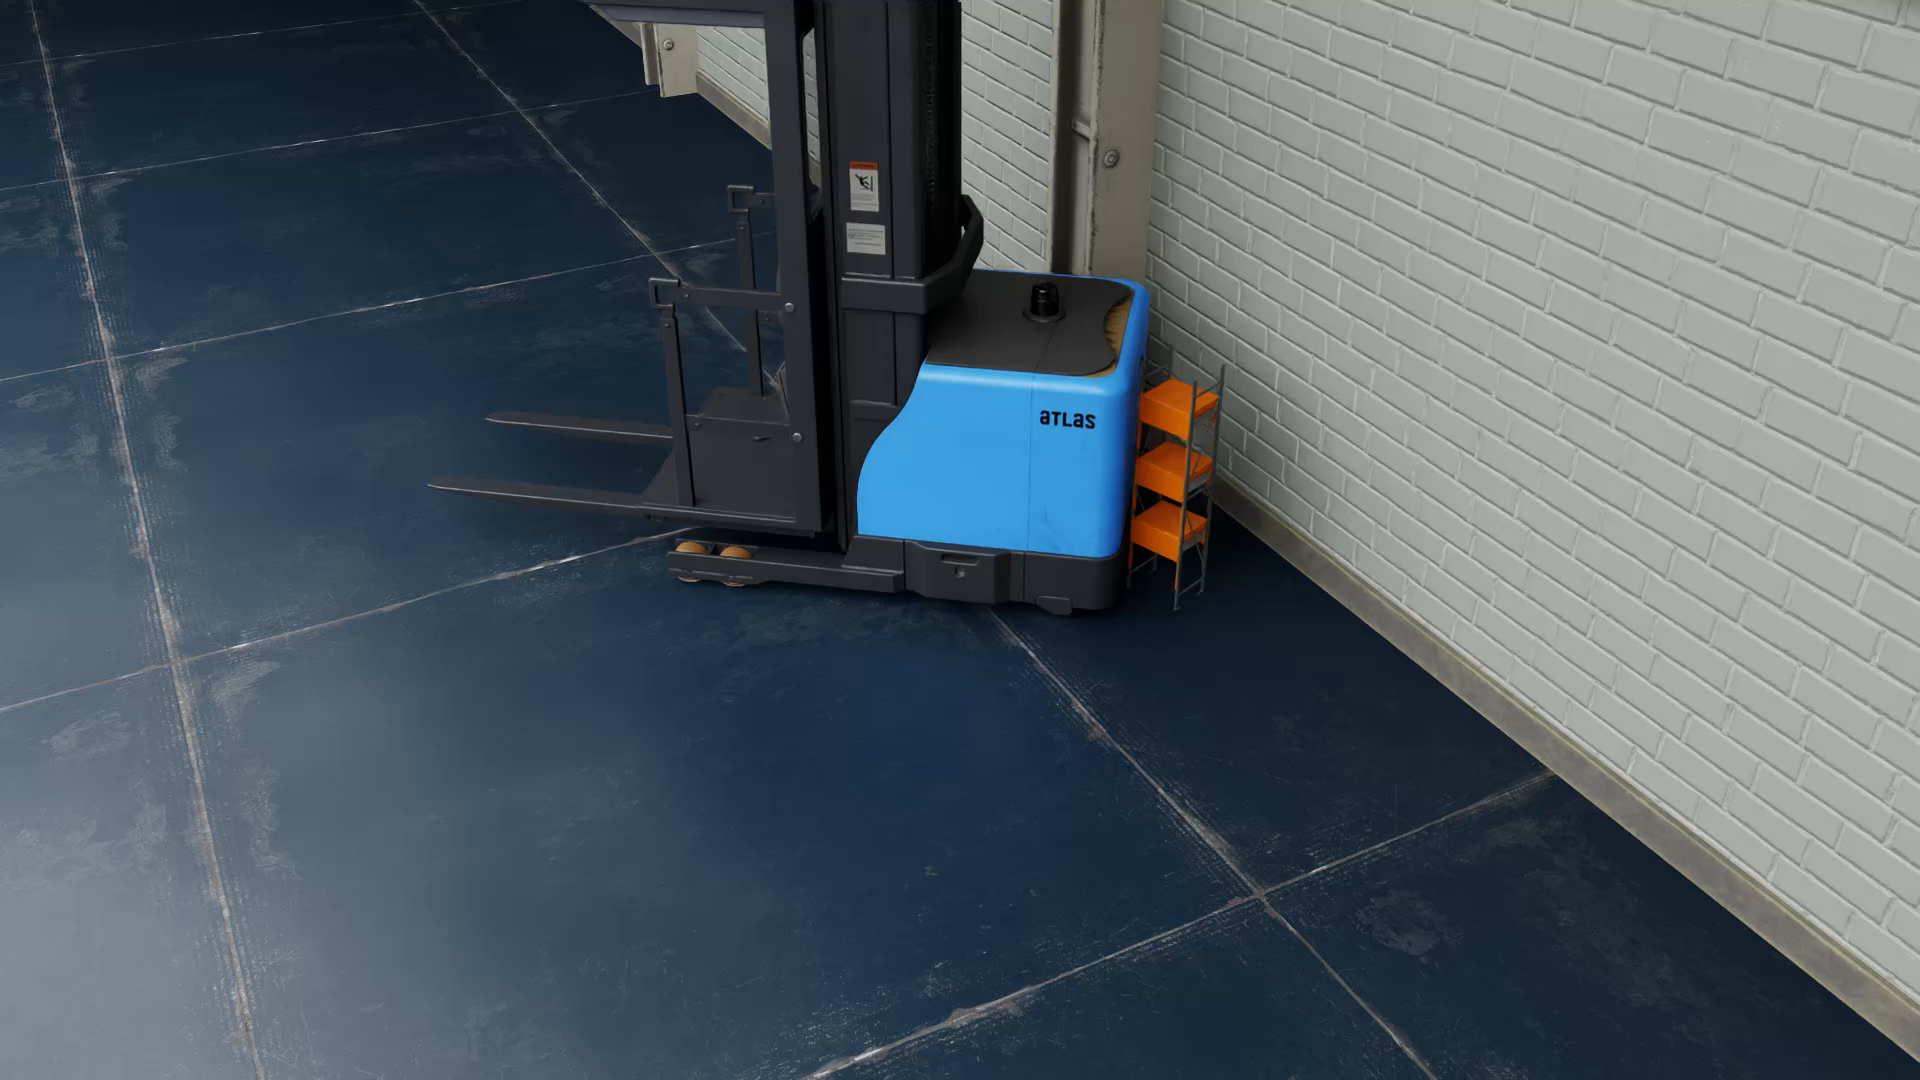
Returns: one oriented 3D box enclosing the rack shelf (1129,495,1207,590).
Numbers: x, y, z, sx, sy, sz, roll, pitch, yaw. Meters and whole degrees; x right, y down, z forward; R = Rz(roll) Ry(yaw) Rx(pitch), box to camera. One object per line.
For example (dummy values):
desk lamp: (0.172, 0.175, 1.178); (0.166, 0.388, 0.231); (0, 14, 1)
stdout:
rack shelf: (0.854, 0.009, 6.798); (0.240, 0.259, 0.215); (26, 41, 35)

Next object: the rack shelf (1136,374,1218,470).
rack shelf: (0.854, -0.464, 6.495); (0.240, 0.259, 0.215); (26, 41, 35)

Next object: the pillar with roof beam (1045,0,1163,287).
pillar with roof beam: (-3.183, -3.275, 4.021); (9.100, 9.000, 0.400); (-16, 36, -23)

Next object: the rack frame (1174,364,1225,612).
rack frame: (0.944, -0.189, 6.573); (0.008, 1.050, 0.200); (26, 41, 35)

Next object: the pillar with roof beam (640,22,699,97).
pillar with roof beam: (-5.981, -6.139, 8.490); (9.100, 9.000, 0.400); (-16, 36, -23)

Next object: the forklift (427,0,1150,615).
forklift: (-0.762, -1.311, 6.579); (3.031, 2.935, 1.130); (6, 33, 9)

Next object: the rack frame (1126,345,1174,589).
rack frame: (0.764, -0.278, 6.711); (0.008, 1.050, 0.200); (26, 41, 35)

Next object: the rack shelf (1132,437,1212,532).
rack shelf: (0.854, -0.225, 6.648); (0.240, 0.259, 0.215); (26, 41, 35)

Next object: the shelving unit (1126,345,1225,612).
shelving unit: (0.854, -0.234, 6.642); (0.252, 1.050, 0.215); (26, 41, 35)
